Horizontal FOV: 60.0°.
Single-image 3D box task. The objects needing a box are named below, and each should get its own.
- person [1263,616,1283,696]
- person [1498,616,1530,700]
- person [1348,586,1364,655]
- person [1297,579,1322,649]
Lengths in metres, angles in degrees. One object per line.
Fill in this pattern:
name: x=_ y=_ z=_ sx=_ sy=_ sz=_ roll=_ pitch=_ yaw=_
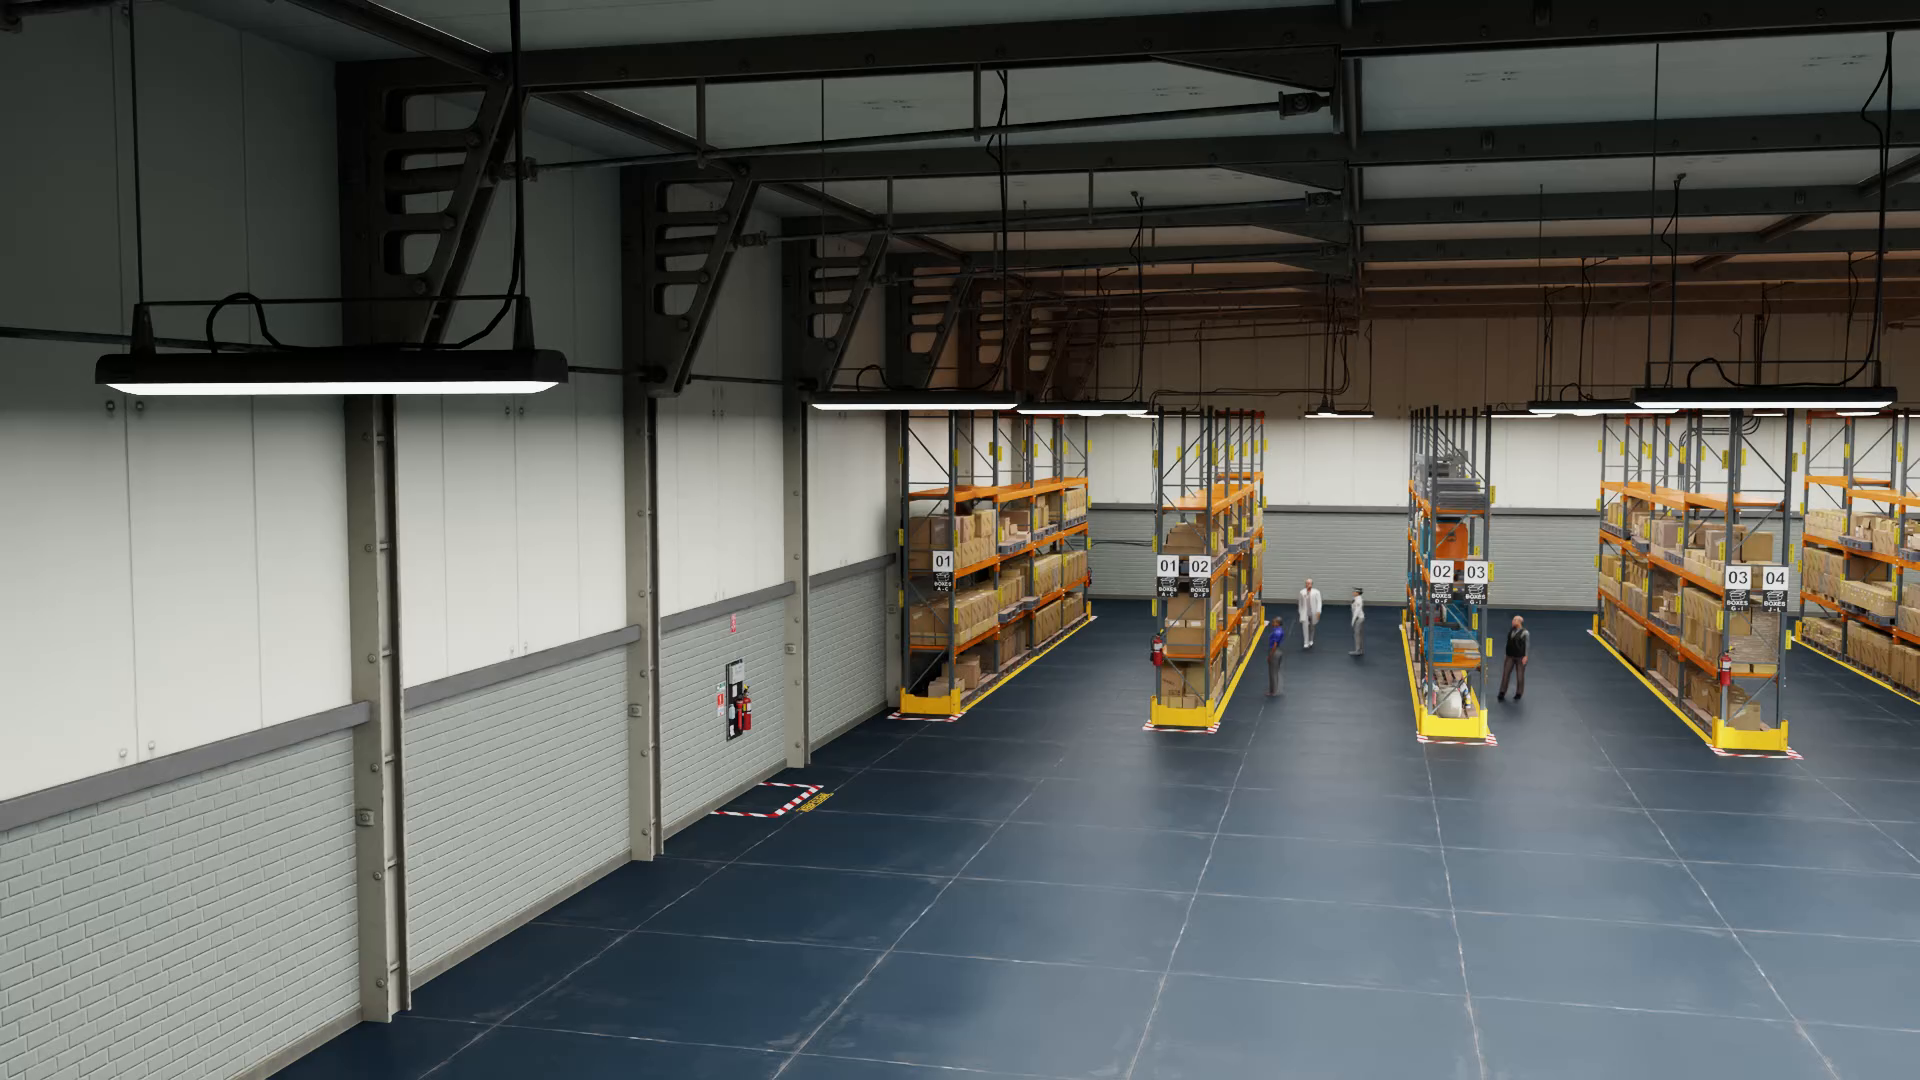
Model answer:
person: x=6.518 y=2.425 z=34.680 sx=0.412 sy=1.682 sz=0.546 roll=1 pitch=4 yaw=17
person: x=11.407 y=2.425 z=34.183 sx=0.592 sy=1.733 sz=0.547 roll=4 pitch=6 yaw=45
person: x=9.684 y=1.968 z=40.608 sx=0.366 sy=1.682 sz=0.492 roll=1 pitch=4 yaw=16
person: x=8.793 y=1.850 z=41.792 sx=0.569 sy=1.727 sz=1.128 roll=0 pitch=4 yaw=6
